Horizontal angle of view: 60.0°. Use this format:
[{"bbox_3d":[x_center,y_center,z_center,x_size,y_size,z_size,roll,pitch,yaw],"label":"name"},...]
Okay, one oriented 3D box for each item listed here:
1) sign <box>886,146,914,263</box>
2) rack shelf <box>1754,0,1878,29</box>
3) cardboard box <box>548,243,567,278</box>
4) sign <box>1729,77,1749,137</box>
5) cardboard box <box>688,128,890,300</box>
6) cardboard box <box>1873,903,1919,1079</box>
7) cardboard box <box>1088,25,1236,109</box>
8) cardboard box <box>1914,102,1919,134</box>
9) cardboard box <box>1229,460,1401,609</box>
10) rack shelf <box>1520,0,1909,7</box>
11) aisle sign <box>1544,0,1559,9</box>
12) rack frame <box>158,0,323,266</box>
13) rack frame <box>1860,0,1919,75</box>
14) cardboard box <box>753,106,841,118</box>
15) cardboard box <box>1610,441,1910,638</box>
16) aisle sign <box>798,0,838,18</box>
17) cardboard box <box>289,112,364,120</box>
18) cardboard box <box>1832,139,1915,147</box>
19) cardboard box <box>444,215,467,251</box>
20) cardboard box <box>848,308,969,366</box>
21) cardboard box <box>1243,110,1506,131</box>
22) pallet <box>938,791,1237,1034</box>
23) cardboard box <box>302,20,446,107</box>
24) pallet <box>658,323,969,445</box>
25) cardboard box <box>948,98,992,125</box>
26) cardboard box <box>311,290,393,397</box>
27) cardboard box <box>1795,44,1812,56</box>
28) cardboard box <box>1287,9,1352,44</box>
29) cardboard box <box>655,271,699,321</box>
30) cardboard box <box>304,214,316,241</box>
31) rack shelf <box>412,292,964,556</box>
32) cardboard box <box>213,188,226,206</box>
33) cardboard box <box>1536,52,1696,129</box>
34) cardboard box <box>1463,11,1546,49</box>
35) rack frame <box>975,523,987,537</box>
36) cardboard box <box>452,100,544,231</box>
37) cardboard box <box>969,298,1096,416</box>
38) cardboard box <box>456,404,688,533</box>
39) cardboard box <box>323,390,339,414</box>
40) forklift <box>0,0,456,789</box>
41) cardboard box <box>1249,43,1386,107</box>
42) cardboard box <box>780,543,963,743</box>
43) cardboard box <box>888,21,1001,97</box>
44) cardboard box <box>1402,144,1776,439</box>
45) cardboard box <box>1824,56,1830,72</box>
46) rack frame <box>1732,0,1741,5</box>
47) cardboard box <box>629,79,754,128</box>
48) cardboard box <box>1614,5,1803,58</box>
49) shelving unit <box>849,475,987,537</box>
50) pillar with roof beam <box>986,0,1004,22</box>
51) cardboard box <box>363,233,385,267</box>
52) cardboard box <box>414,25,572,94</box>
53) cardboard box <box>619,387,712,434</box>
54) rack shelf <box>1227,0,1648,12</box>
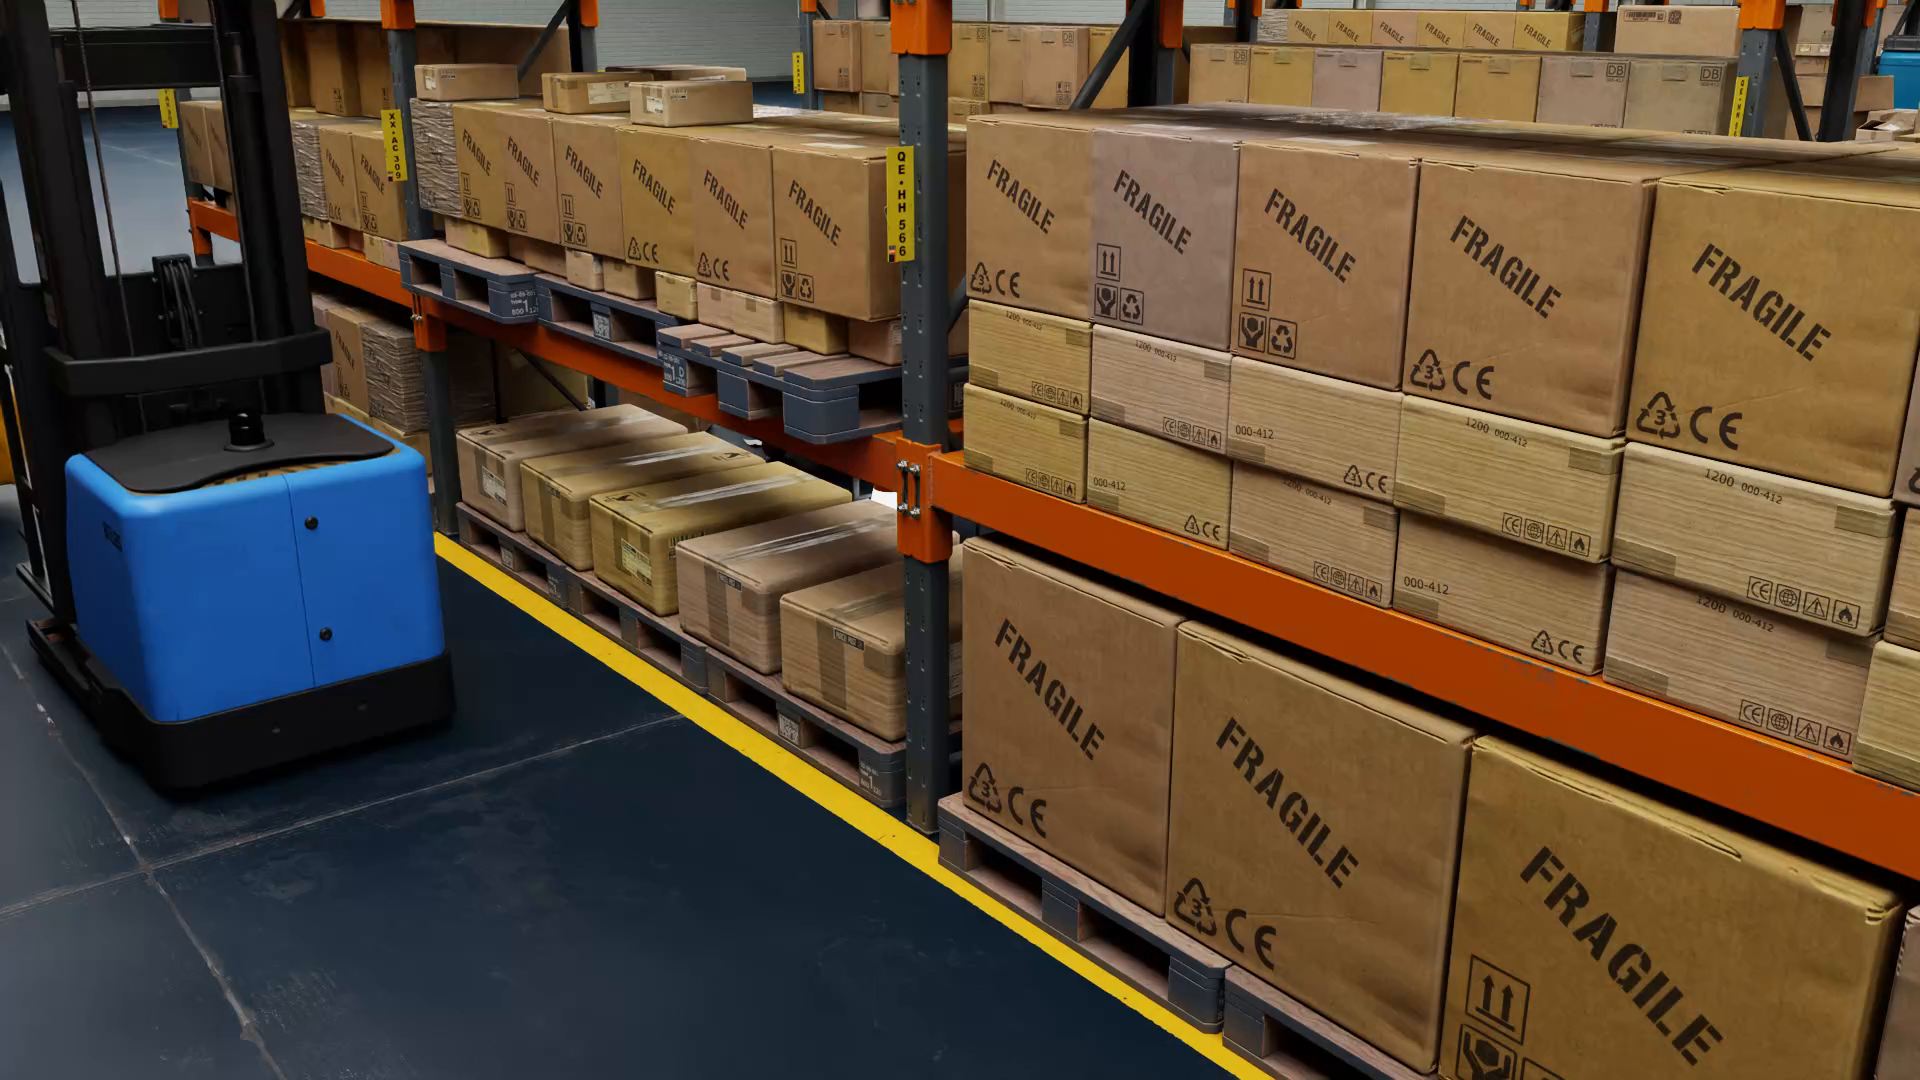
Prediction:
[{"bbox_3d":[-0.168,-0.967,4.795,0.100,0.325,0.005,-14,23,-36],"label":"sign"},{"bbox_3d":[5.311,-2.144,6.438,1.077,0.370,4.000,-14,23,-36],"label":"rack shelf"},{"bbox_3d":[-1.474,-1.180,6.886,0.380,0.149,0.250,-14,23,-36],"label":"cardboard box"},{"bbox_3d":[3.636,-1.995,7.773,0.100,0.325,0.005,-14,23,-36],"label":"sign"},{"bbox_3d":[-0.578,-1.134,5.716,0.500,0.500,0.500,-14,23,-37],"label":"cardboard box"},{"bbox_3d":[2.287,1.094,2.997,0.875,0.875,0.875,-13,22,-34],"label":"cardboard box"},{"bbox_3d":[1.383,-3.221,11.363,0.875,0.550,0.550,-14,23,-36],"label":"cardboard box"},{"bbox_3d":[7.228,-2.988,11.786,0.700,0.500,0.500,-10,21,-28],"label":"cardboard box"},{"bbox_3d":[1.012,-0.069,4.037,0.500,0.250,0.500,-13,22,-34],"label":"cardboard box"},{"bbox_3d":[8.177,-6.025,18.159,1.077,0.370,4.000,-14,23,-36],"label":"rack shelf"},{"bbox_3d":[7.123,-6.745,19.826,0.394,0.787,0.004,-14,23,-36],"label":"aisle sign"},{"bbox_3d":[-4.716,-2.535,11.245,1.000,3.000,0.127,-14,23,-36],"label":"rack frame"},{"bbox_3d":[9.419,-4.450,17.029,1.000,3.000,0.127,-14,23,-36],"label":"rack frame"},{"bbox_3d":[-0.815,-1.489,6.786,0.500,0.500,0.500,-15,24,-38],"label":"cardboard box"},{"bbox_3d":[1.628,-0.053,3.194,0.500,0.250,0.500,-13,23,-35],"label":"cardboard box"},{"bbox_3d":[-1.177,-4.719,13.705,0.394,0.787,0.004,-14,23,-36],"label":"aisle sign"},{"bbox_3d":[-3.676,-2.176,9.531,0.500,0.500,0.500,-15,23,-37],"label":"cardboard box"},{"bbox_3d":[4.207,-1.764,7.703,0.380,0.149,0.250,-14,23,-36],"label":"cardboard box"},{"bbox_3d":[-2.137,-1.431,7.644,0.380,0.149,0.250,-14,23,-35],"label":"cardboard box"},{"bbox_3d":[-0.137,-0.678,5.371,0.380,0.149,0.250,-13,22,-34],"label":"cardboard box"},{"bbox_3d":[1.102,-0.884,4.511,0.500,0.500,0.500,-13,23,-35],"label":"cardboard box"},{"bbox_3d":[0.682,0.969,5.099,1.003,0.211,1.213,-14,23,-36],"label":"pallet"},{"bbox_3d":[-3.522,-2.883,10.074,0.700,0.500,0.500,-14,23,-37],"label":"cardboard box"},{"bbox_3d":[-0.275,-0.627,5.790,1.213,0.211,1.003,-14,23,-36],"label":"pallet"},{"bbox_3d":[0.337,-3.098,12.708,0.875,0.550,0.500,-14,23,-36],"label":"cardboard box"},{"bbox_3d":[-3.445,-1.143,9.555,0.500,0.500,0.500,-13,22,-33],"label":"cardboard box"},{"bbox_3d":[11.215,-6.492,22.004,0.380,0.149,0.250,-14,23,-36],"label":"cardboard box"},{"bbox_3d":[3.485,-4.819,15.920,0.500,0.500,0.500,-14,23,-36],"label":"cardboard box"},{"bbox_3d":[-0.883,-0.912,6.077,0.380,0.149,0.250,-13,23,-35],"label":"cardboard box"},{"bbox_3d":[-3.440,-1.768,9.330,0.380,0.149,0.250,-14,23,-37],"label":"cardboard box"},{"bbox_3d":[-0.990,-0.715,6.893,1.077,0.370,4.000,-14,23,-36],"label":"rack shelf"},{"bbox_3d":[-4.667,-2.291,10.910,0.380,0.149,0.250,-14,23,-36],"label":"cardboard box"},{"bbox_3d":[3.483,-2.313,8.827,0.700,0.500,0.500,-14,23,-37],"label":"cardboard box"},{"bbox_3d":[4.730,-4.327,14.434,0.500,0.500,0.500,-14,23,-36],"label":"cardboard box"},{"bbox_3d":[0.280,-0.610,7.818,0.500,1.500,0.032,-14,24,-37],"label":"rack frame"},{"bbox_3d":[-1.854,-1.642,7.250,0.500,0.500,0.500,-14,23,-36],"label":"cardboard box"},{"bbox_3d":[0.372,-0.556,4.714,0.500,0.250,0.500,-14,23,-36],"label":"cardboard box"},{"bbox_3d":[-1.905,-0.372,8.227,0.950,0.372,0.625,-14,23,-35],"label":"cardboard box"},{"bbox_3d":[-3.461,-0.792,9.688,0.500,0.250,0.500,-14,23,-35],"label":"cardboard box"},{"bbox_3d":[-3.211,-0.943,6.547,1.130,2.935,3.031,-15,23,-37],"label":"forklift"},{"bbox_3d":[2.219,-2.815,10.341,0.700,0.500,0.500,-14,23,-37],"label":"cardboard box"},{"bbox_3d":[-0.092,0.344,6.065,0.950,0.372,0.625,-16,24,-40],"label":"cardboard box"},{"bbox_3d":[-0.043,-3.728,12.894,0.875,0.550,0.550,-14,23,-36],"label":"cardboard box"},{"bbox_3d":[1.301,-0.540,3.473,0.500,0.500,0.500,-14,23,-35],"label":"cardboard box"},{"bbox_3d":[11.734,-6.079,21.791,0.700,0.500,0.500,-14,23,-36],"label":"cardboard box"},{"bbox_3d":[10.820,-6.401,22.922,1.000,3.000,0.127,-14,23,-36],"label":"rack frame"},{"bbox_3d":[-0.986,-1.607,6.113,0.380,0.149,0.250,-15,24,-39],"label":"cardboard box"},{"bbox_3d":[5.920,-3.744,13.276,1.000,1.000,1.000,-14,23,-36],"label":"cardboard box"},{"bbox_3d":[-0.042,-0.740,8.188,0.538,1.500,1.048,-14,24,-37],"label":"shelving unit"},{"bbox_3d":[-2.462,-15.287,40.213,9.100,9.000,0.400,-14,23,-36],"label":"pillar with roof beam"},{"bbox_3d":[-2.831,-1.510,8.549,0.380,0.149,0.250,-13,23,-35],"label":"cardboard box"},{"bbox_3d":[-2.335,-2.363,8.504,0.700,0.500,0.500,-14,23,-37],"label":"cardboard box"},{"bbox_3d":[-1.831,-0.893,10.260,0.500,0.500,0.500,1,18,2],"label":"cardboard box"},{"bbox_3d":[4.294,-5.058,15.239,1.077,0.370,4.000,-14,23,-36],"label":"rack shelf"}]
